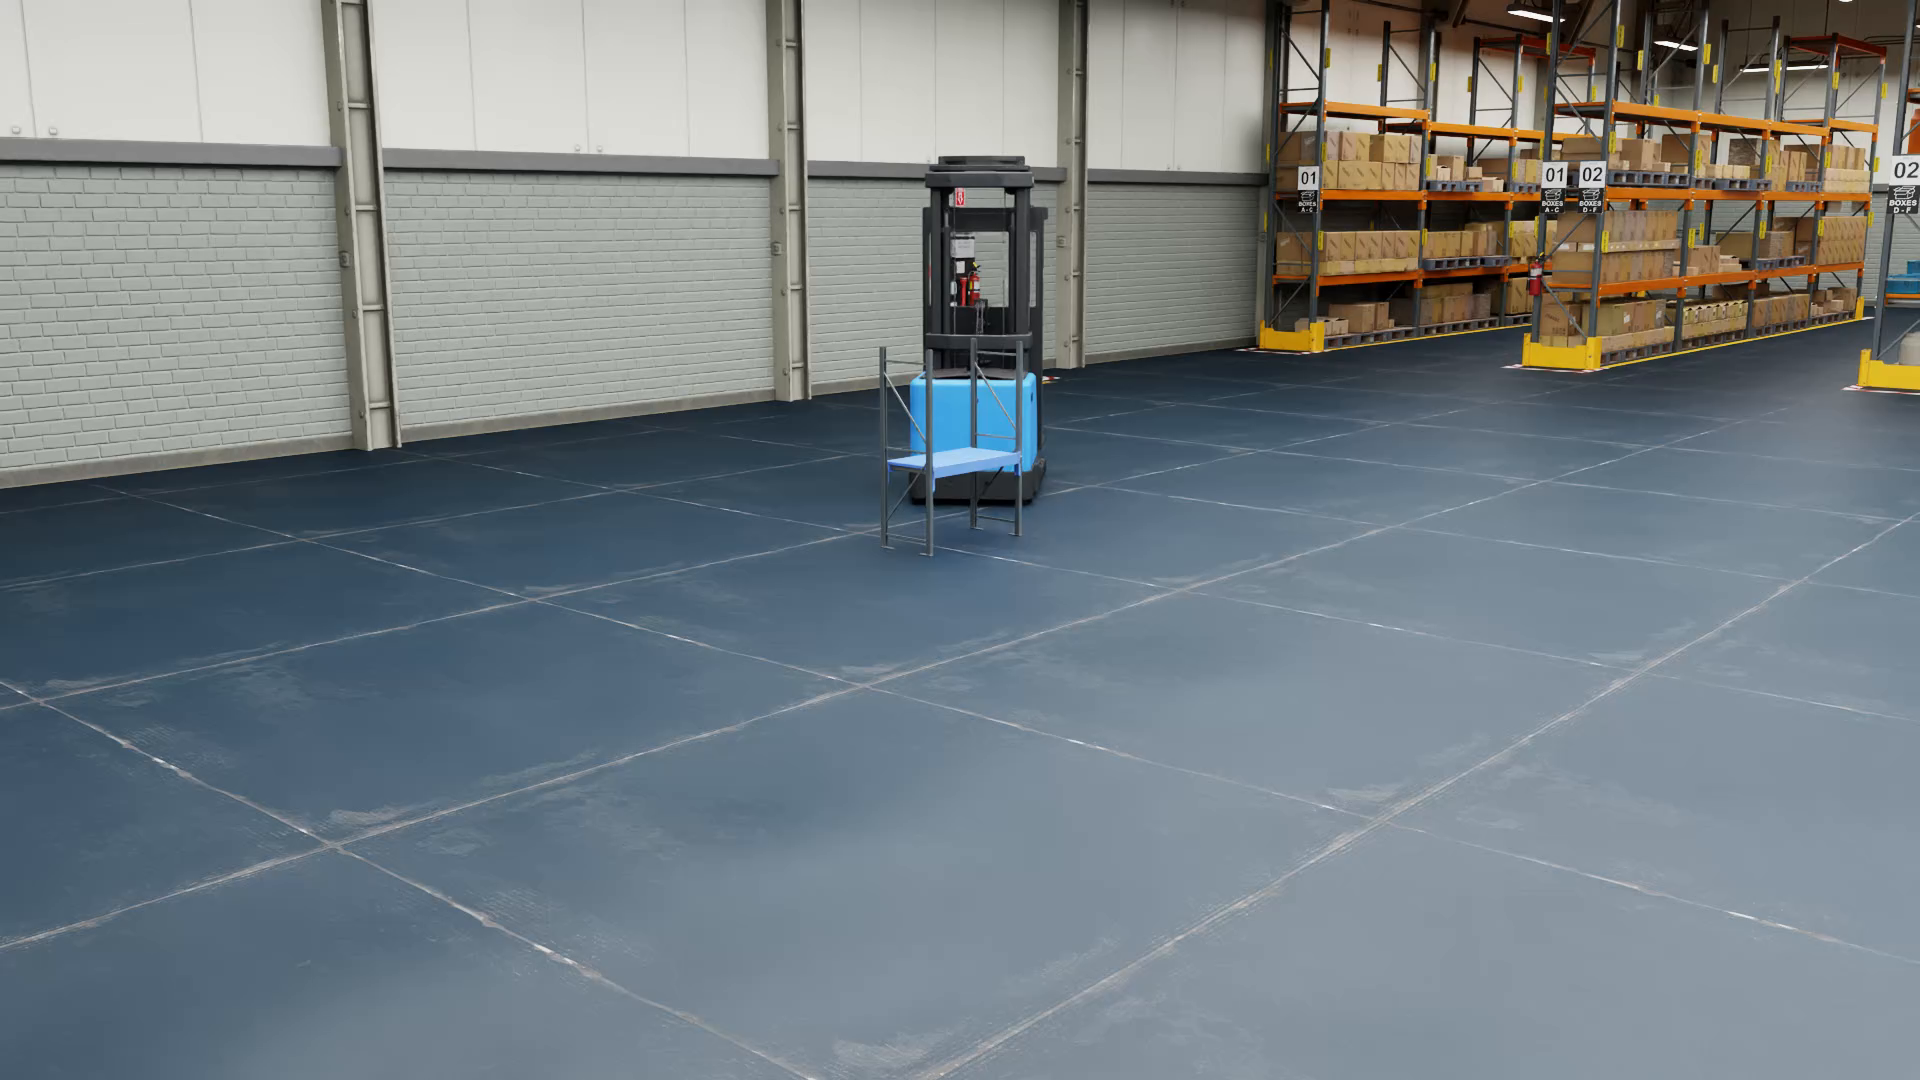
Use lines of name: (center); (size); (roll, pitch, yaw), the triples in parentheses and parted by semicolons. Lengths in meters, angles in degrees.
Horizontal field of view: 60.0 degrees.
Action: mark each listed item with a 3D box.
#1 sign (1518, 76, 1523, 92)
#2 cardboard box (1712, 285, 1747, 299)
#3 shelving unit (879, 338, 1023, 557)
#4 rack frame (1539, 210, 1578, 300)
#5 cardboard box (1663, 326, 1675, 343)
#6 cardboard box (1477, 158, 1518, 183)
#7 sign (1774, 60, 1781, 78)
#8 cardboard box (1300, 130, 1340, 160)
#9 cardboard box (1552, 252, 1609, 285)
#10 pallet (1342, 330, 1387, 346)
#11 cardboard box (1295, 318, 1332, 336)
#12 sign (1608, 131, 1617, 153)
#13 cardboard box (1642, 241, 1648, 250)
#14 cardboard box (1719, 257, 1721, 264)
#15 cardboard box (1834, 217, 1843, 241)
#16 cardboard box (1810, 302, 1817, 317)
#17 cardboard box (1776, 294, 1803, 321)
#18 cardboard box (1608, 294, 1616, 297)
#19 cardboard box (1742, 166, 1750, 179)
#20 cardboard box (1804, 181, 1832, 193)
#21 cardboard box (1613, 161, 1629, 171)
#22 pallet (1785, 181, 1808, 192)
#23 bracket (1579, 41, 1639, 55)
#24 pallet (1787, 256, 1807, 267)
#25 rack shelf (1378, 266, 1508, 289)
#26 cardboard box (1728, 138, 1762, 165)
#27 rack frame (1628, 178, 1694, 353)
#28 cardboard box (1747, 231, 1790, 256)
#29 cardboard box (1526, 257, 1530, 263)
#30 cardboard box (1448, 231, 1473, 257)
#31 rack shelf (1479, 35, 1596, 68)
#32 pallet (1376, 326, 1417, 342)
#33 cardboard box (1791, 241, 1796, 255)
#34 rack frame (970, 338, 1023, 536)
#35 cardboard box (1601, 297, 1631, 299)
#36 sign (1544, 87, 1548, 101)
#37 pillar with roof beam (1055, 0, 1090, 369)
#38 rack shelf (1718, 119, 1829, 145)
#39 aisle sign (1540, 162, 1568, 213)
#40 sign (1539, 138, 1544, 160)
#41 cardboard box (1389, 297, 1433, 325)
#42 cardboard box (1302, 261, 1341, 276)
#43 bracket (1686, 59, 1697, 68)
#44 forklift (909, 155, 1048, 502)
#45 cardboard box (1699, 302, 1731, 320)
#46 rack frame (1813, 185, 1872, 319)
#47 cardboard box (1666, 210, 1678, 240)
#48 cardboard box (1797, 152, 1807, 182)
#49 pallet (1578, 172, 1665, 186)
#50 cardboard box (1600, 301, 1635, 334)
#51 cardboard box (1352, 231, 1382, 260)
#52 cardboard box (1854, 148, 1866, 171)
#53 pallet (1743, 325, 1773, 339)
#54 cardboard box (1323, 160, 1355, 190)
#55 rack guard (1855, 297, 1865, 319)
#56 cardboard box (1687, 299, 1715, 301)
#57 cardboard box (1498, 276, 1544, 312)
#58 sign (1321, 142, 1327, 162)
sign: (11.588, -9.433, 34.379); (0.100, 0.325, 0.005); (10, 15, 40)
cardboard box: (15.373, -4.958, 33.219); (0.500, 0.250, 0.500); (11, 15, 42)
shelving unit: (-0.056, -0.723, 12.501); (0.538, 1.500, 1.048); (10, 15, 40)
rack frame: (13.815, -6.652, 38.356); (1.000, 3.000, 0.127); (10, 15, 40)
cardboard box: (12.116, -3.596, 29.004); (0.500, 0.250, 0.500); (10, 15, 40)
cardboard box: (11.445, -7.876, 35.450); (0.700, 0.500, 0.500); (8, 14, 36)
sign: (15.317, -8.830, 31.154); (0.100, 0.325, 0.005); (10, 15, 40)
cardboard box: (6.330, -6.932, 29.240); (0.500, 0.500, 0.500); (8, 14, 36)
cardboard box: (9.935, -4.362, 26.638); (0.700, 0.500, 0.500); (10, 15, 40)
pallet: (7.312, -3.824, 31.316); (1.003, 0.211, 1.213); (10, 15, 40)
cardboard box: (6.418, -3.874, 30.188); (0.500, 0.311, 0.500); (8, 14, 34)
sign: (10.030, -6.112, 25.562); (0.100, 0.325, 0.005); (10, 15, 40)
cardboard box: (11.227, -4.908, 27.715); (0.380, 0.149, 0.250); (10, 15, 42)
cardboard box: (14.162, -5.273, 31.681); (0.500, 0.311, 0.500); (10, 15, 40)
cardboard box: (18.741, -6.736, 35.968); (0.500, 0.500, 0.500); (9, 15, 39)
cardboard box: (17.978, -4.943, 35.542); (0.500, 0.311, 0.500); (10, 15, 40)
cardboard box: (17.095, -4.820, 34.446); (0.500, 0.500, 0.500); (10, 15, 41)
cardboard box: (15.407, -5.957, 40.186); (0.700, 0.500, 0.500); (9, 14, 39)
cardboard box: (14.641, -6.953, 31.515); (0.500, 0.250, 0.500); (8, 14, 36)
cardboard box: (18.045, -7.449, 35.071); (0.500, 0.250, 0.500); (10, 15, 40)
cardboard box: (10.526, -6.019, 26.741); (0.380, 0.149, 0.250); (10, 15, 40)
pallet: (16.373, -7.151, 33.676); (1.213, 0.211, 1.003); (10, 15, 40)
bracket: (15.869, -11.968, 40.465); (0.076, 0.066, 4.783); (10, 15, 40)
pallet: (16.929, -5.814, 34.653); (1.003, 0.211, 1.213); (10, 15, 40)
rack shelf: (9.854, -5.416, 34.007); (1.077, 0.370, 4.000); (10, 15, 40)
cardboard box: (15.191, -7.497, 32.121); (0.500, 0.500, 0.500); (10, 15, 40)
rack frame: (12.258, -4.835, 29.259); (1.000, 3.000, 0.127); (10, 15, 40)
cardboard box: (16.651, -6.117, 34.349); (0.500, 0.500, 0.700); (-9, 15, -39)
cardboard box: (12.216, -6.125, 36.308); (0.380, 0.149, 0.250); (10, 15, 42)
cardboard box: (10.066, -6.071, 34.072); (0.700, 0.500, 0.500); (10, 15, 40)
rack shelf: (12.495, -10.576, 36.040); (1.077, 0.370, 4.000); (10, 15, 40)
pallet: (8.117, -4.004, 32.219); (1.003, 0.211, 1.213); (10, 15, 40)
cardboard box: (17.676, -6.168, 35.677); (0.500, 0.500, 0.500); (10, 15, 41)
rack frame: (0.279, -0.798, 12.876); (0.500, 1.500, 0.032); (10, 15, 40)
cardboard box: (11.392, -3.958, 28.902); (0.500, 0.500, 0.500); (10, 15, 40)
sign: (13.414, -10.205, 38.039); (0.100, 0.325, 0.005); (10, 15, 40)
pillar with roof beam: (4.979, -6.604, 22.798); (9.100, 9.000, 0.400); (10, 15, 40)
rack shelf: (16.218, -8.111, 33.201); (1.077, 0.370, 4.000); (10, 15, 40)
aisle sign: (9.353, -5.549, 26.200); (0.394, 0.787, 0.004); (10, 15, 40)
sign: (9.219, -6.185, 26.301); (0.100, 0.325, 0.005); (10, 15, 40)
cardboard box: (9.007, -4.575, 33.218); (0.700, 0.500, 0.500); (10, 15, 42)
cardboard box: (6.454, -4.853, 29.683); (0.500, 0.250, 0.500); (9, 15, 39)
bracket: (19.693, -12.820, 44.733); (0.235, 0.232, 0.430); (10, 15, 40)
forklift: (0.233, -2.006, 15.272); (1.130, 2.935, 3.031); (1, 11, 6)
cardboard box: (14.064, -4.296, 31.077); (0.500, 0.311, 0.500); (10, 15, 40)
rack frame: (20.179, -6.600, 38.099); (1.000, 3.000, 0.127); (10, 15, 40)
cardboard box: (11.969, -5.454, 28.791); (0.700, 0.500, 0.500); (10, 15, 41)
cardboard box: (17.151, -7.722, 34.474); (0.600, 0.600, 0.600); (8, 14, 35)
pallet: (10.908, -5.955, 27.434); (1.003, 0.211, 1.213); (10, 15, 40)
cardboard box: (10.787, -3.671, 27.465); (0.500, 0.500, 0.500); (10, 15, 40)
cardboard box: (7.446, -5.446, 30.735); (0.500, 0.500, 0.500); (10, 15, 42)
cardboard box: (19.852, -8.533, 37.308); (0.700, 0.500, 0.500); (10, 15, 40)
pallet: (15.419, -4.161, 33.004); (1.003, 0.211, 1.213); (10, 15, 40)
cardboard box: (6.683, -6.507, 29.668); (0.500, 0.500, 0.500); (-11, 16, -44)
rack guard: (20.129, -5.363, 38.287); (1.175, 0.500, 0.348); (10, 15, 40)
cardboard box: (14.332, -4.517, 32.183); (0.500, 0.311, 0.500); (10, 15, 42)
cardboard box: (12.341, -5.434, 36.677); (0.750, 0.750, 0.750); (10, 15, 40)
sign: (6.301, -6.716, 28.786); (0.100, 0.325, 0.005); (10, 15, 40)
